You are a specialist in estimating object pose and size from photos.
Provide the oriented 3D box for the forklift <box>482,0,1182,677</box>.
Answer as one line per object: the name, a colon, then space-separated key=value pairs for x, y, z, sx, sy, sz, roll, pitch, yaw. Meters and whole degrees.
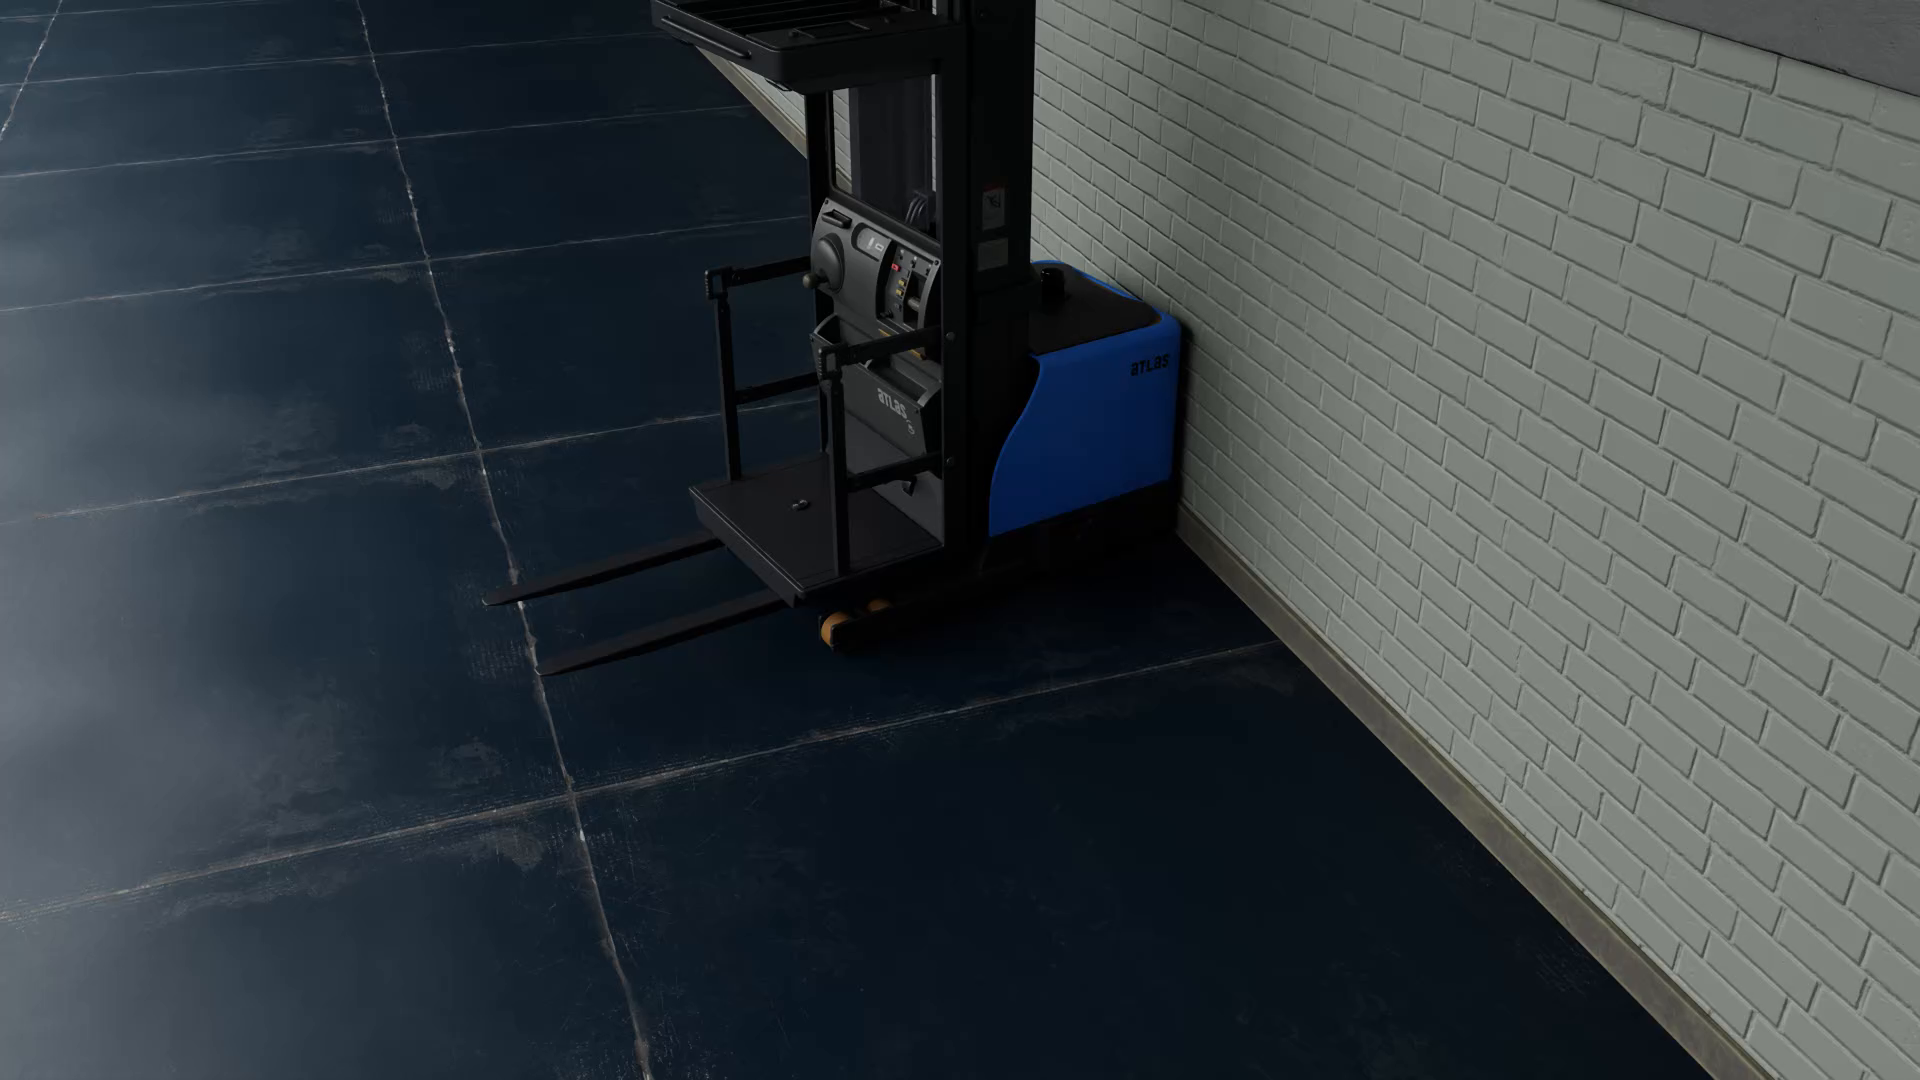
forklift: x=-0.527 y=-1.105 z=6.728 sx=3.031 sy=2.935 sz=1.130 roll=-18 pitch=34 yaw=-28
